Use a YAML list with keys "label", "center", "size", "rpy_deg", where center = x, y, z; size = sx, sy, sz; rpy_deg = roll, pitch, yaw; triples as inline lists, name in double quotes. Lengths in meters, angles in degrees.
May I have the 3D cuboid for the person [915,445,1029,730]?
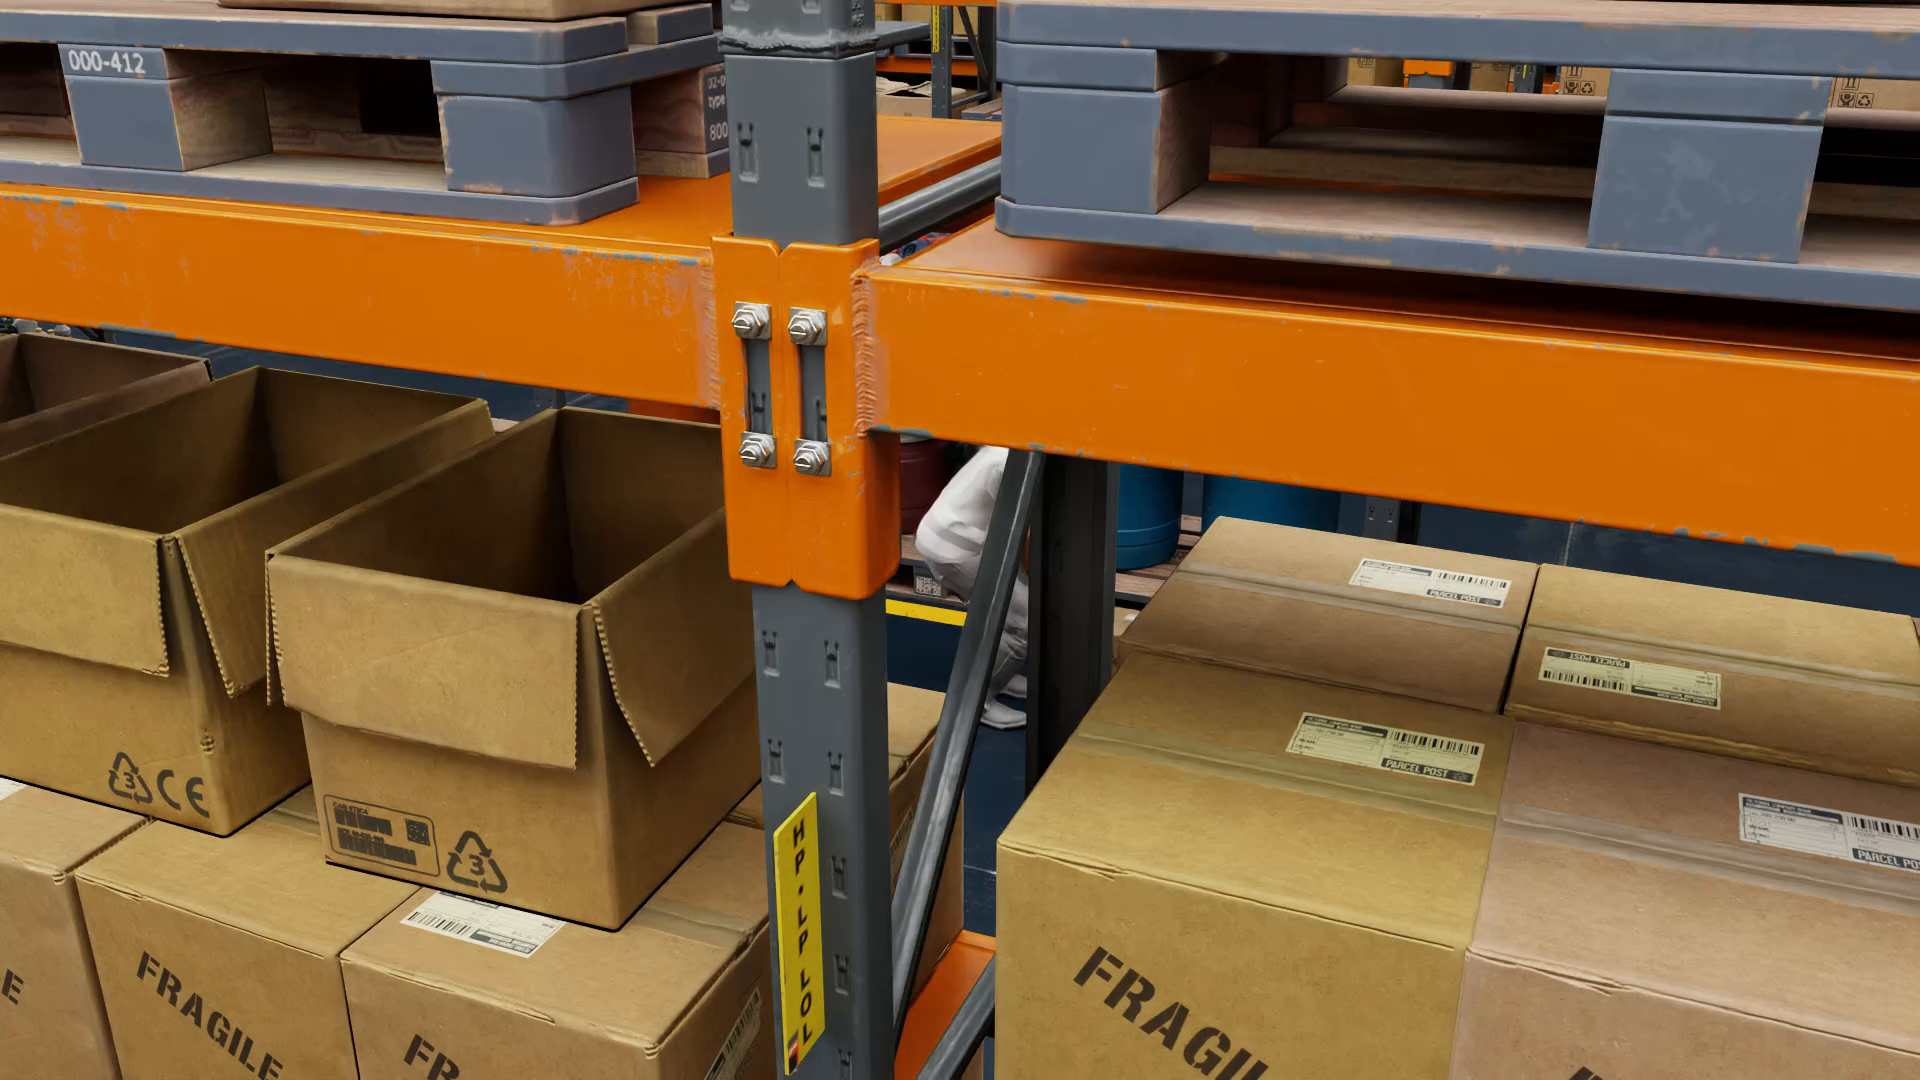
- label: "person"
  center: [0.243, 0.045, 6.508]
  size: [0.790, 1.346, 0.631]
  rpy_deg: [8, 23, 18]
